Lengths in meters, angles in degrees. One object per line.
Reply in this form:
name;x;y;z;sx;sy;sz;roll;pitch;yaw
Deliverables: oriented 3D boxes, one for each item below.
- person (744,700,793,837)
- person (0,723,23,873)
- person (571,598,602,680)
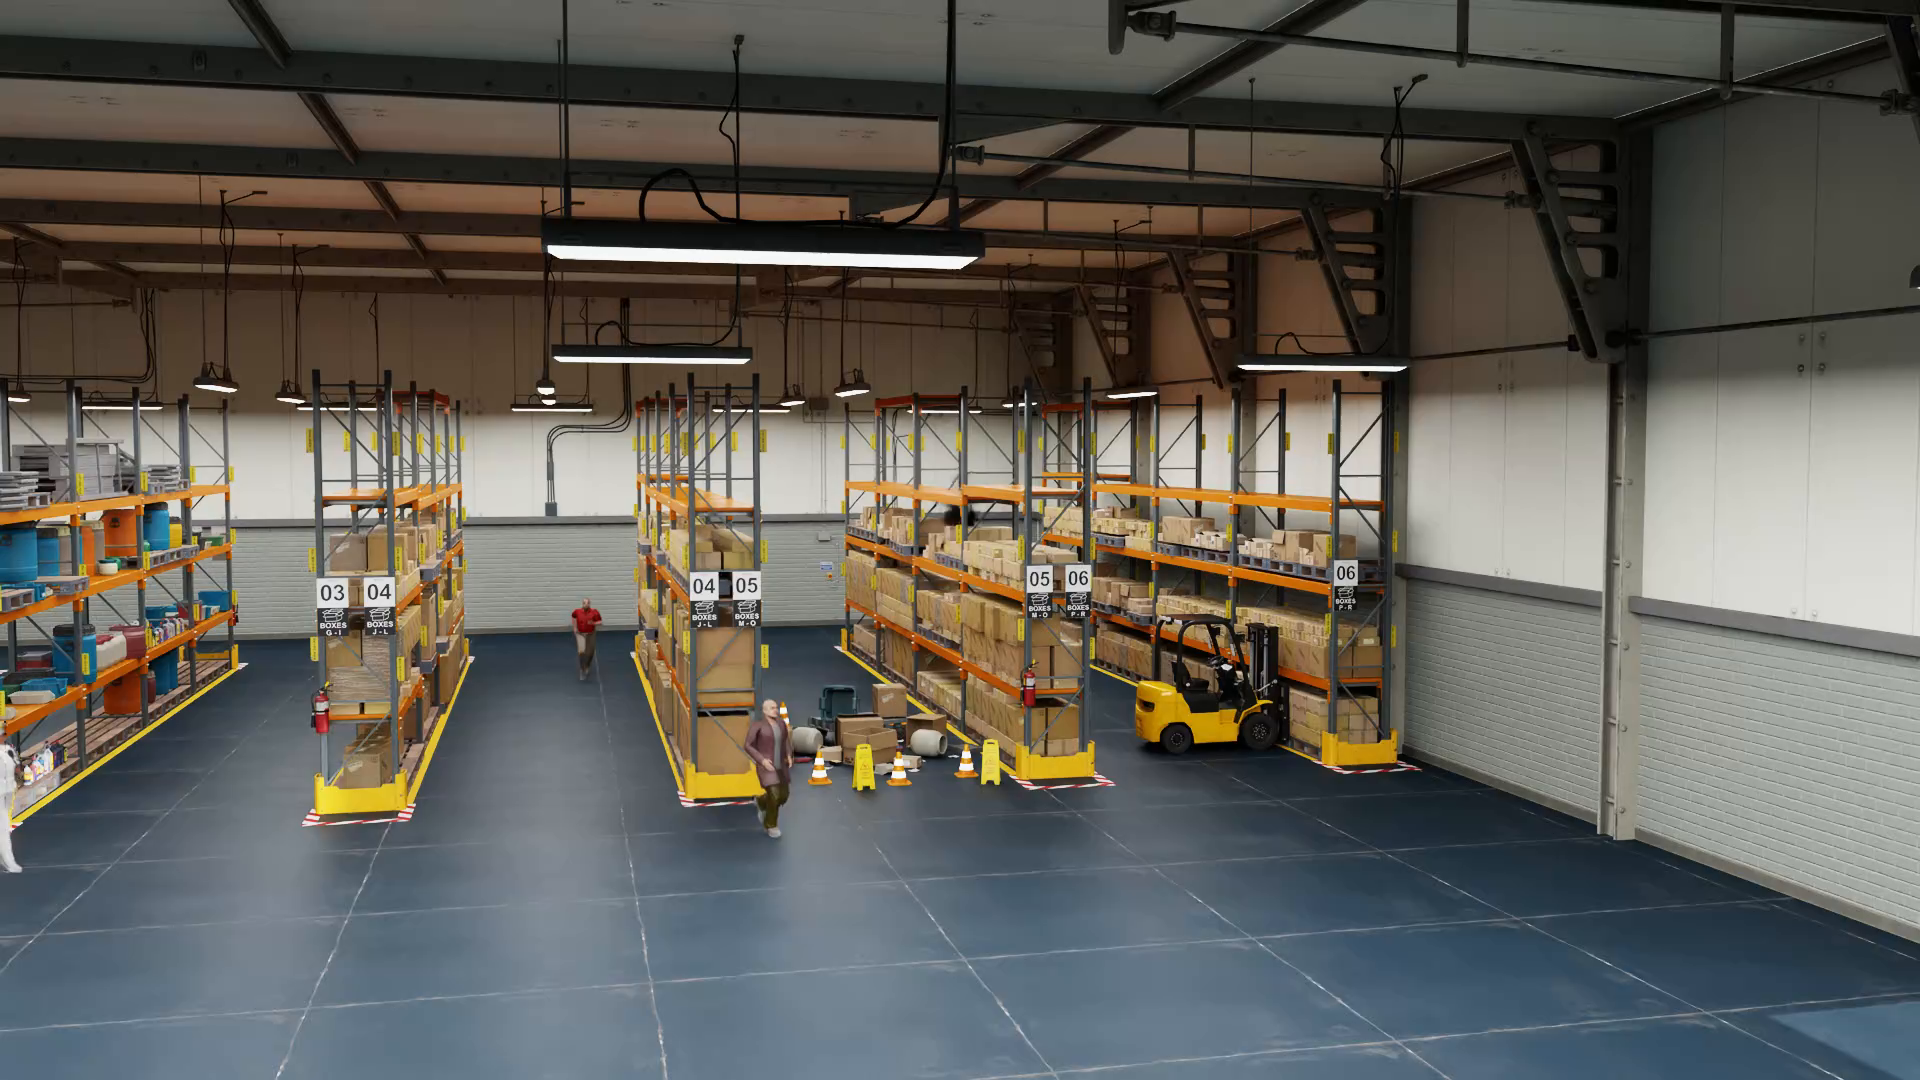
person;-2.479;2.906;21.369;0.659;1.736;0.743;3;4;42
person;-11.349;3.015;19.585;0.833;1.740;0.555;1;3;17
person;-7.974;2.123;35.534;0.609;1.795;0.888;-1;3;-18
